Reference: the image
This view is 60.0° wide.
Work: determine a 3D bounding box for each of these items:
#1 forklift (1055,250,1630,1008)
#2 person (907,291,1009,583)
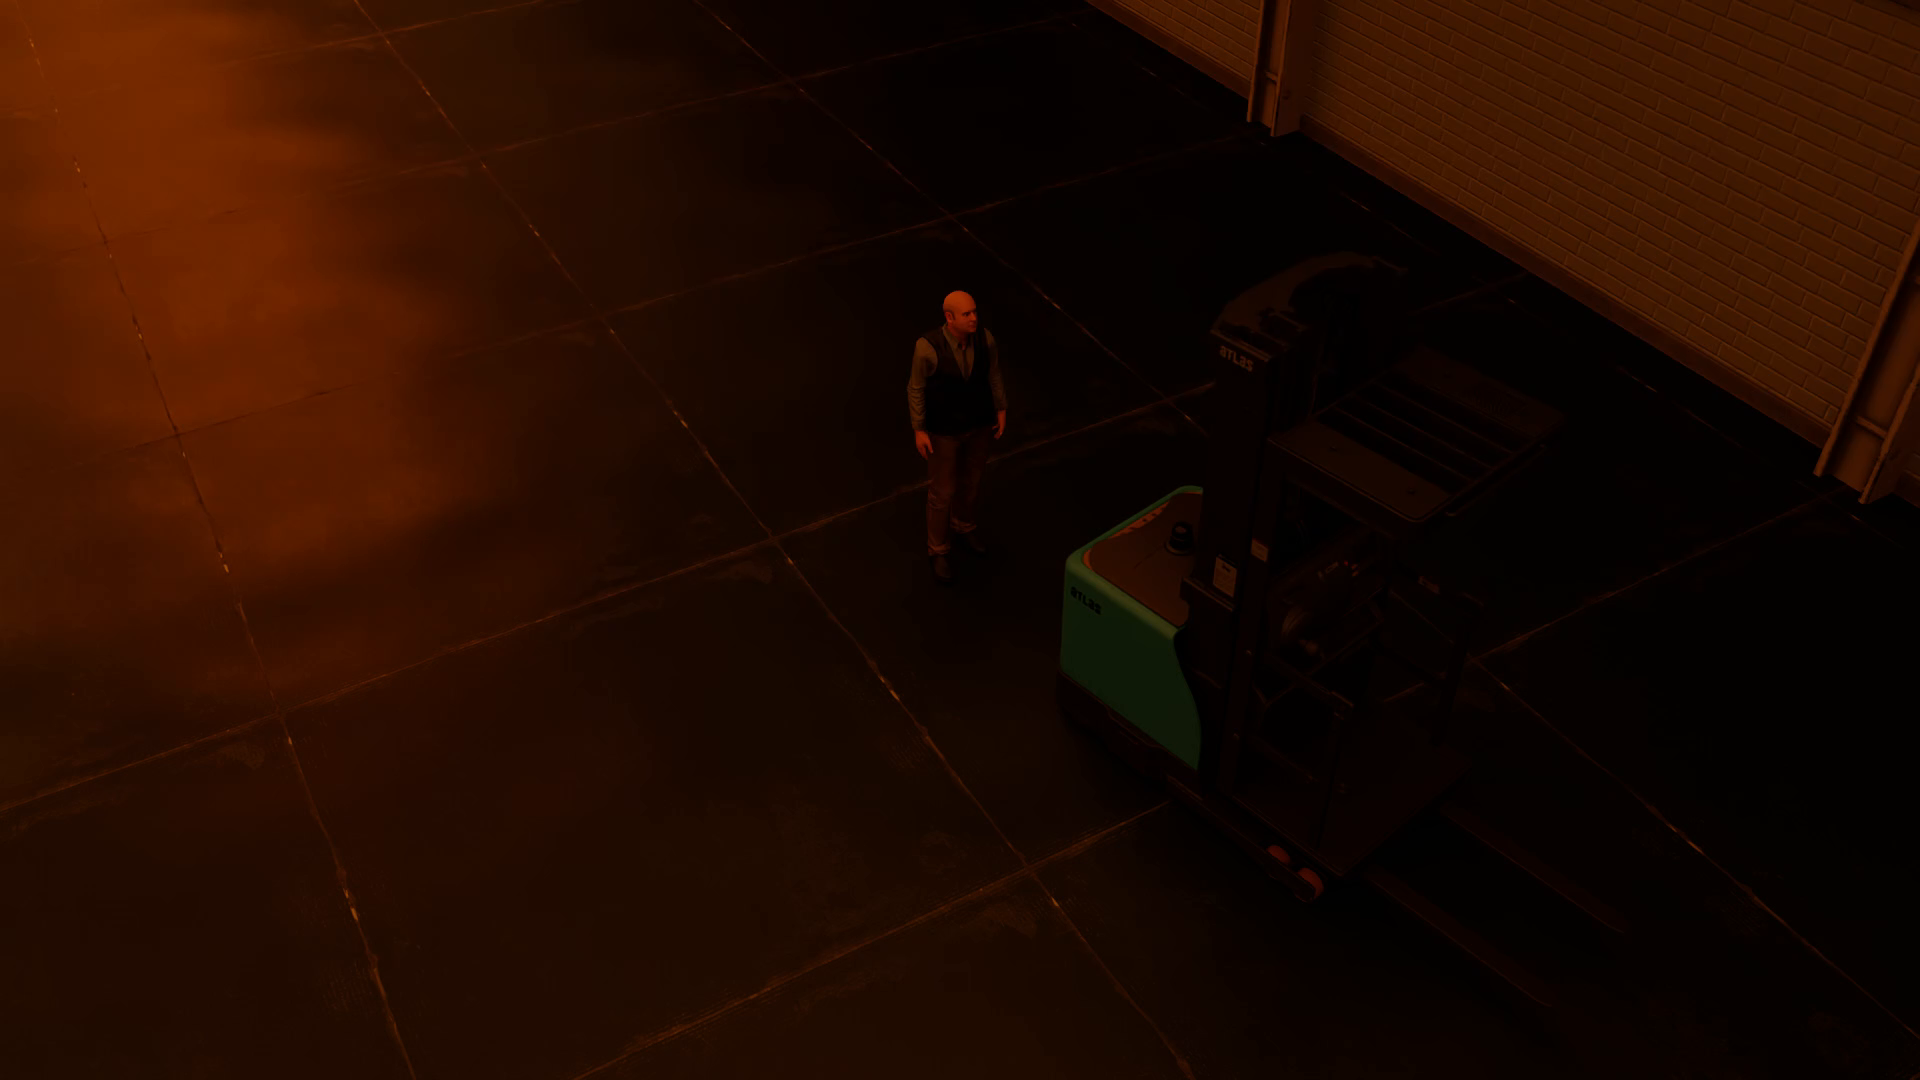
[{"bbox_3d":[1.885,0.280,7.698,1.130,2.935,3.031,-30,48,-31],"label":"forklift"},{"bbox_3d":[0.025,-0.631,9.733,0.633,1.722,0.566,-20,44,-23],"label":"person"}]
